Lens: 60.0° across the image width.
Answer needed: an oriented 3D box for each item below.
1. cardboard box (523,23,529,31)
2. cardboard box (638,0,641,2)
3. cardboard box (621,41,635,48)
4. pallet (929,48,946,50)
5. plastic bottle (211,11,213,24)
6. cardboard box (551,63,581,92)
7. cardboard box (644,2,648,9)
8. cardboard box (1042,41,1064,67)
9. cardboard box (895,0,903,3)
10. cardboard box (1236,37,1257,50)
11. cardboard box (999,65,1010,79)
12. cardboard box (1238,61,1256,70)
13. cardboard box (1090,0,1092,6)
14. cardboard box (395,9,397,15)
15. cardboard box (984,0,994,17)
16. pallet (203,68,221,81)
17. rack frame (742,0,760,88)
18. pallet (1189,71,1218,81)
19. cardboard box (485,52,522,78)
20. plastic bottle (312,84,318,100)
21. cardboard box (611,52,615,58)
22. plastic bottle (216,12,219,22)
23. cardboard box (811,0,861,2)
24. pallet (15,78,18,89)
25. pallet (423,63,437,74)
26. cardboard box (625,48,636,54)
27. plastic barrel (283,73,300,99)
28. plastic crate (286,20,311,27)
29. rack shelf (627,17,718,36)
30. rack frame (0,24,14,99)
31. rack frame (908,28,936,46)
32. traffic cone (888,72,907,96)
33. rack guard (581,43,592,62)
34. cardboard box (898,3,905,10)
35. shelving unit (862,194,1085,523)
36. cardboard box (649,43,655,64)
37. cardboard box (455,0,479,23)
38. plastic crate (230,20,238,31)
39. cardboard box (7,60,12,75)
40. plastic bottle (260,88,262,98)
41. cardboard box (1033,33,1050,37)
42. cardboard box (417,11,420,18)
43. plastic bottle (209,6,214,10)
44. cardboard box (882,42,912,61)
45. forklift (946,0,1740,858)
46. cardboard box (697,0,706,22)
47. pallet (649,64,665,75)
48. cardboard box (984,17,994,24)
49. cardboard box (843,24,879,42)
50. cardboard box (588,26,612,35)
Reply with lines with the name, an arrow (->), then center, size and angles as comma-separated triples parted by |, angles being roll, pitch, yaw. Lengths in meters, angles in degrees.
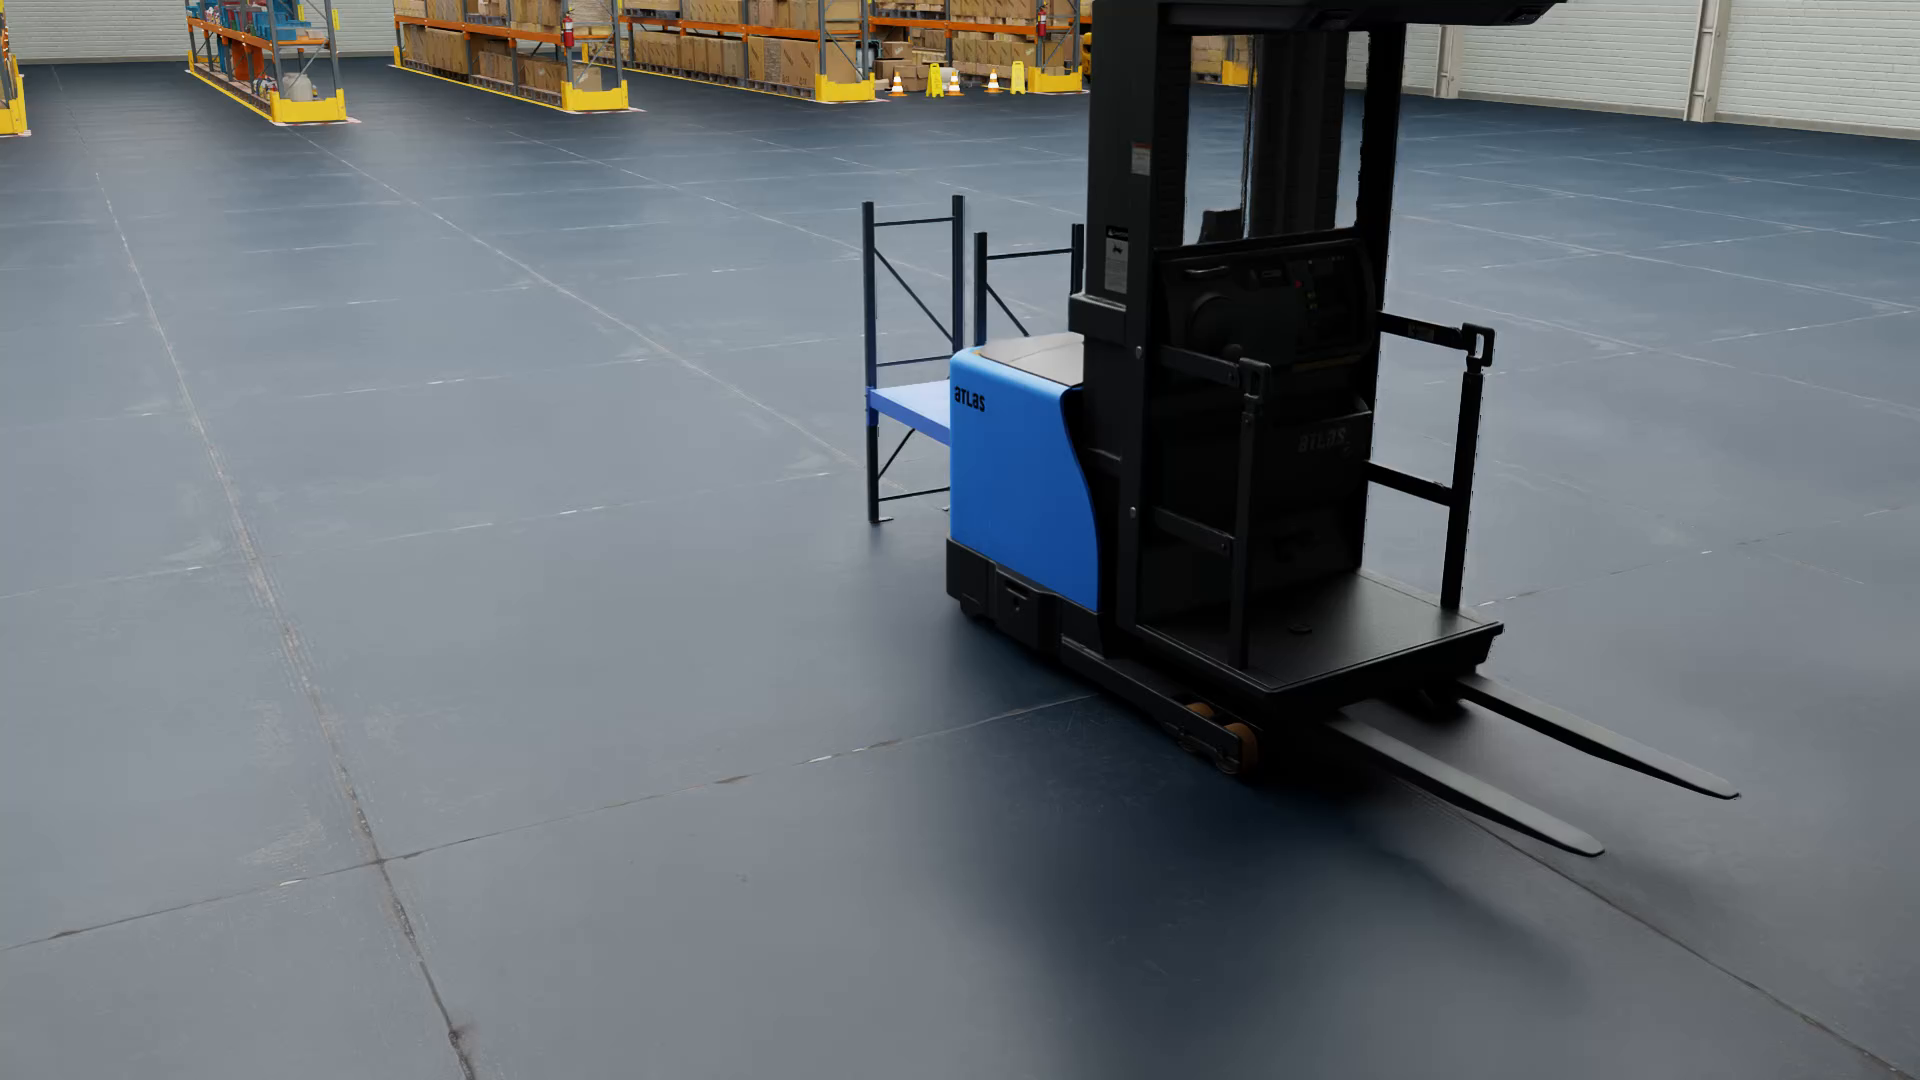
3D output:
cardboard box -> -8.281, -9.977, 32.331 | 0.380, 0.149, 0.250 | -10, 21, -27
cardboard box -> -7.680, -13.266, 40.763 | 0.380, 0.149, 0.250 | -9, 21, -24
cardboard box -> -8.519, -12.791, 42.915 | 0.380, 0.149, 0.250 | -10, 21, -26
pallet -> -0.198, -14.325, 48.822 | 1.003, 0.211, 1.213 | -10, 21, -27
plastic bottle -> -16.271, -11.400, 36.269 | 0.097, 0.271, 0.097 | 0, 19, 0
cardboard box -> -7.556, -8.893, 31.994 | 0.500, 0.500, 0.500 | -8, 21, -22
cardboard box -> -7.441, -12.978, 40.385 | 0.380, 0.149, 0.250 | -11, 22, -29
cardboard box -> 1.891, -10.415, 35.637 | 0.500, 0.500, 0.500 | -11, 22, -28
cardboard box -> -1.235, -13.098, 39.739 | 0.500, 0.500, 0.500 | -10, 21, -26
cardboard box -> 6.347, -11.189, 37.497 | 0.500, 0.250, 0.500 | -10, 22, -27
cardboard box -> 1.183, -10.119, 35.931 | 0.500, 0.250, 0.500 | -10, 21, -26
cardboard box -> 6.348, -10.720, 37.672 | 0.500, 0.250, 0.500 | -10, 21, -26
cardboard box -> 3.563, -13.360, 41.213 | 0.500, 0.250, 0.500 | -10, 21, -26
cardboard box -> -14.399, -13.667, 43.024 | 0.380, 0.149, 0.250 | -10, 21, -26
cardboard box -> 0.850, -11.618, 36.094 | 0.500, 0.500, 0.500 | -10, 21, -26
pallet -> -17.120, -10.910, 38.925 | 1.003, 0.211, 1.213 | -10, 21, -27
rack frame -> -4.166, -11.233, 35.586 | 1.000, 3.000, 0.127 | -10, 21, -27
pallet -> 5.433, -10.895, 38.882 | 1.003, 0.211, 1.213 | -10, 21, -27
cardboard box -> -9.868, -10.322, 36.103 | 0.700, 0.500, 0.500 | -12, 22, -31
plastic bottle -> -11.625, -8.065, 29.914 | 0.097, 0.271, 0.097 | 0, 19, 0
cardboard box -> -8.942, -12.737, 43.672 | 0.380, 0.149, 0.250 | -10, 21, -27
plastic bottle -> -15.738, -11.078, 35.334 | 0.097, 0.271, 0.097 | 0, 19, 0
cardboard box -> -2.408, -10.779, 32.384 | 0.875, 0.550, 0.550 | -10, 21, -27
pallet -> -20.678, -9.711, 35.451 | 1.003, 0.211, 1.213 | -10, 21, -27
pallet -> -12.670, -11.702, 41.222 | 1.003, 0.211, 1.213 | -10, 21, -27
cardboard box -> -8.394, -12.562, 42.709 | 0.380, 0.149, 0.250 | -10, 21, -26
plastic barrel -> -11.656, -7.922, 29.160 | 0.421, 0.512, 0.421 | 0, 19, 0
plastic crate -> -12.173, -9.381, 30.446 | 0.499, 0.251, 0.616 | -10, 21, -27
rack shelf -> -7.015, -12.615, 40.695 | 1.077, 0.370, 4.000 | -10, 21, -27
rack frame -> -17.299, -8.960, 29.000 | 1.000, 3.000, 0.127 | -10, 21, -27
rack frame -> -1.189, -16.243, 50.107 | 1.000, 3.000, 0.127 | -10, 21, -27
traffic cone -> -1.269, -9.258, 33.751 | 0.336, 0.463, 0.334 | -10, 21, -27
rack guard -> -9.828, -13.474, 45.914 | 1.175, 0.500, 0.348 | -10, 21, -27
cardboard box -> -1.276, -12.823, 39.936 | 0.380, 0.149, 0.250 | -9, 21, -23
shelving unit -> 0.035, -0.687, 7.322 | 0.538, 1.500, 1.048 | -10, 22, -27
cardboard box -> -7.334, -11.993, 40.978 | 0.500, 0.500, 0.500 | -10, 21, -26
cardboard box -> -10.930, -11.793, 37.054 | 0.500, 0.500, 0.500 | -9, 21, -25
plastic crate -> -14.013, -10.083, 32.577 | 0.450, 0.188, 0.662 | -10, 21, -27
cardboard box -> -18.733, -9.160, 32.291 | 0.500, 0.311, 0.500 | -9, 21, -25
plastic bottle -> -12.716, -8.177, 30.344 | 0.097, 0.201, 0.097 | 0, 19, 0
cardboard box -> 2.152, -13.373, 43.982 | 0.380, 0.149, 0.250 | -11, 22, -29
cardboard box -> -13.055, -12.856, 40.674 | 0.380, 0.149, 0.250 | -10, 22, -28
plastic bottle -> -16.835, -11.837, 37.412 | 0.144, 0.351, 0.185 | -10, 21, -27
cardboard box -> -1.409, -10.921, 37.352 | 0.500, 0.500, 0.500 | -10, 21, -27
forklift -> 1.163, -0.797, 5.447 | 1.130, 2.935, 3.031 | -12, 22, -31
cardboard box -> -5.606, -11.967, 37.561 | 0.500, 0.500, 0.500 | -10, 21, -27
pallet -> -7.010, -11.637, 41.033 | 1.003, 0.211, 1.213 | -10, 21, -27
cardboard box -> 0.754, -11.333, 36.262 | 0.380, 0.149, 0.250 | -10, 21, -27
cardboard box -> -2.431, -12.839, 42.854 | 0.875, 0.875, 0.875 | -10, 21, -26
cardboard box -> -6.605, -9.345, 30.501 | 0.380, 0.149, 0.250 | -10, 21, -27
